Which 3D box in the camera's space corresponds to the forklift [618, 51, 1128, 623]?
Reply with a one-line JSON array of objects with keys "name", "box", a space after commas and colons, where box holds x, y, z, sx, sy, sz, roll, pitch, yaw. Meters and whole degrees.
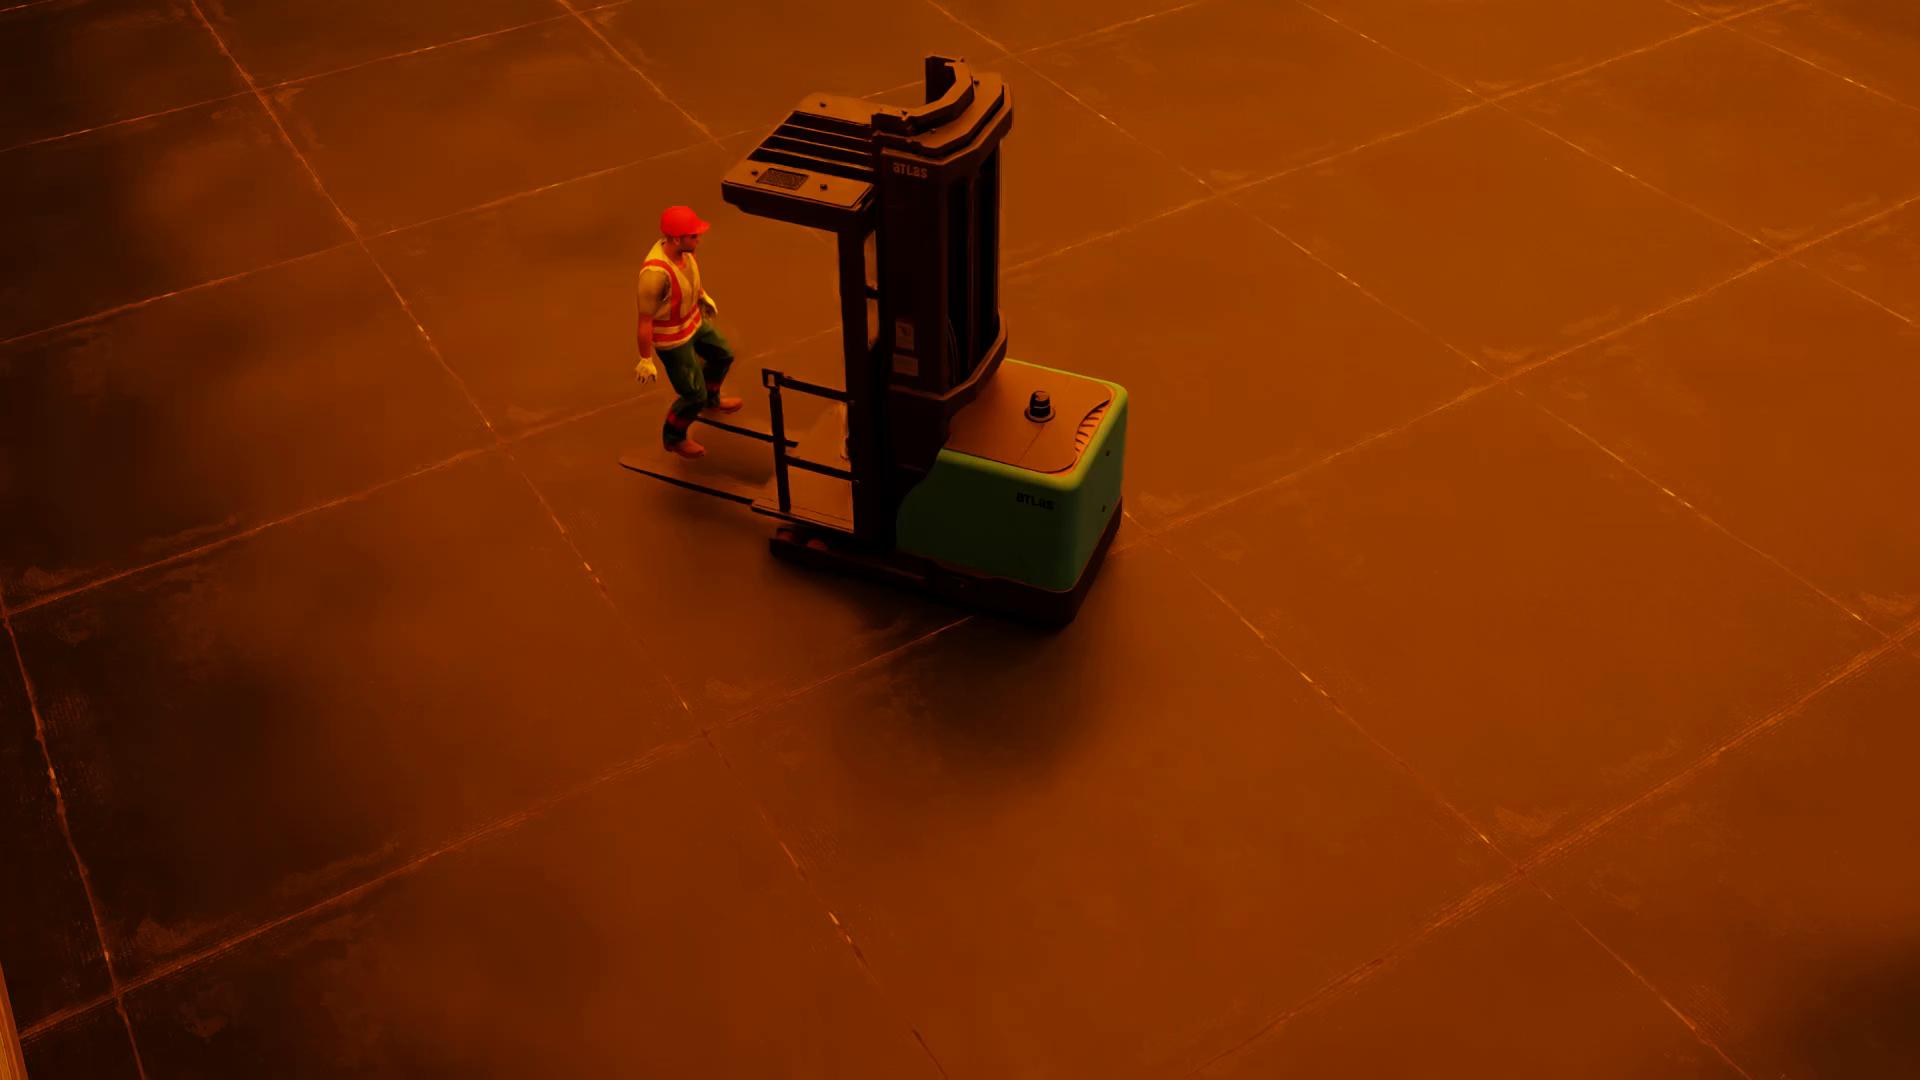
[{"name": "forklift", "box": [-0.594, -1.248, 9.299, 3.031, 2.935, 1.130, 15, 43, 16]}]

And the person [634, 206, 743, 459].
[{"name": "person", "box": [-1.673, -1.279, 10.115, 0.444, 1.708, 0.830, 10, 42, 11]}]
